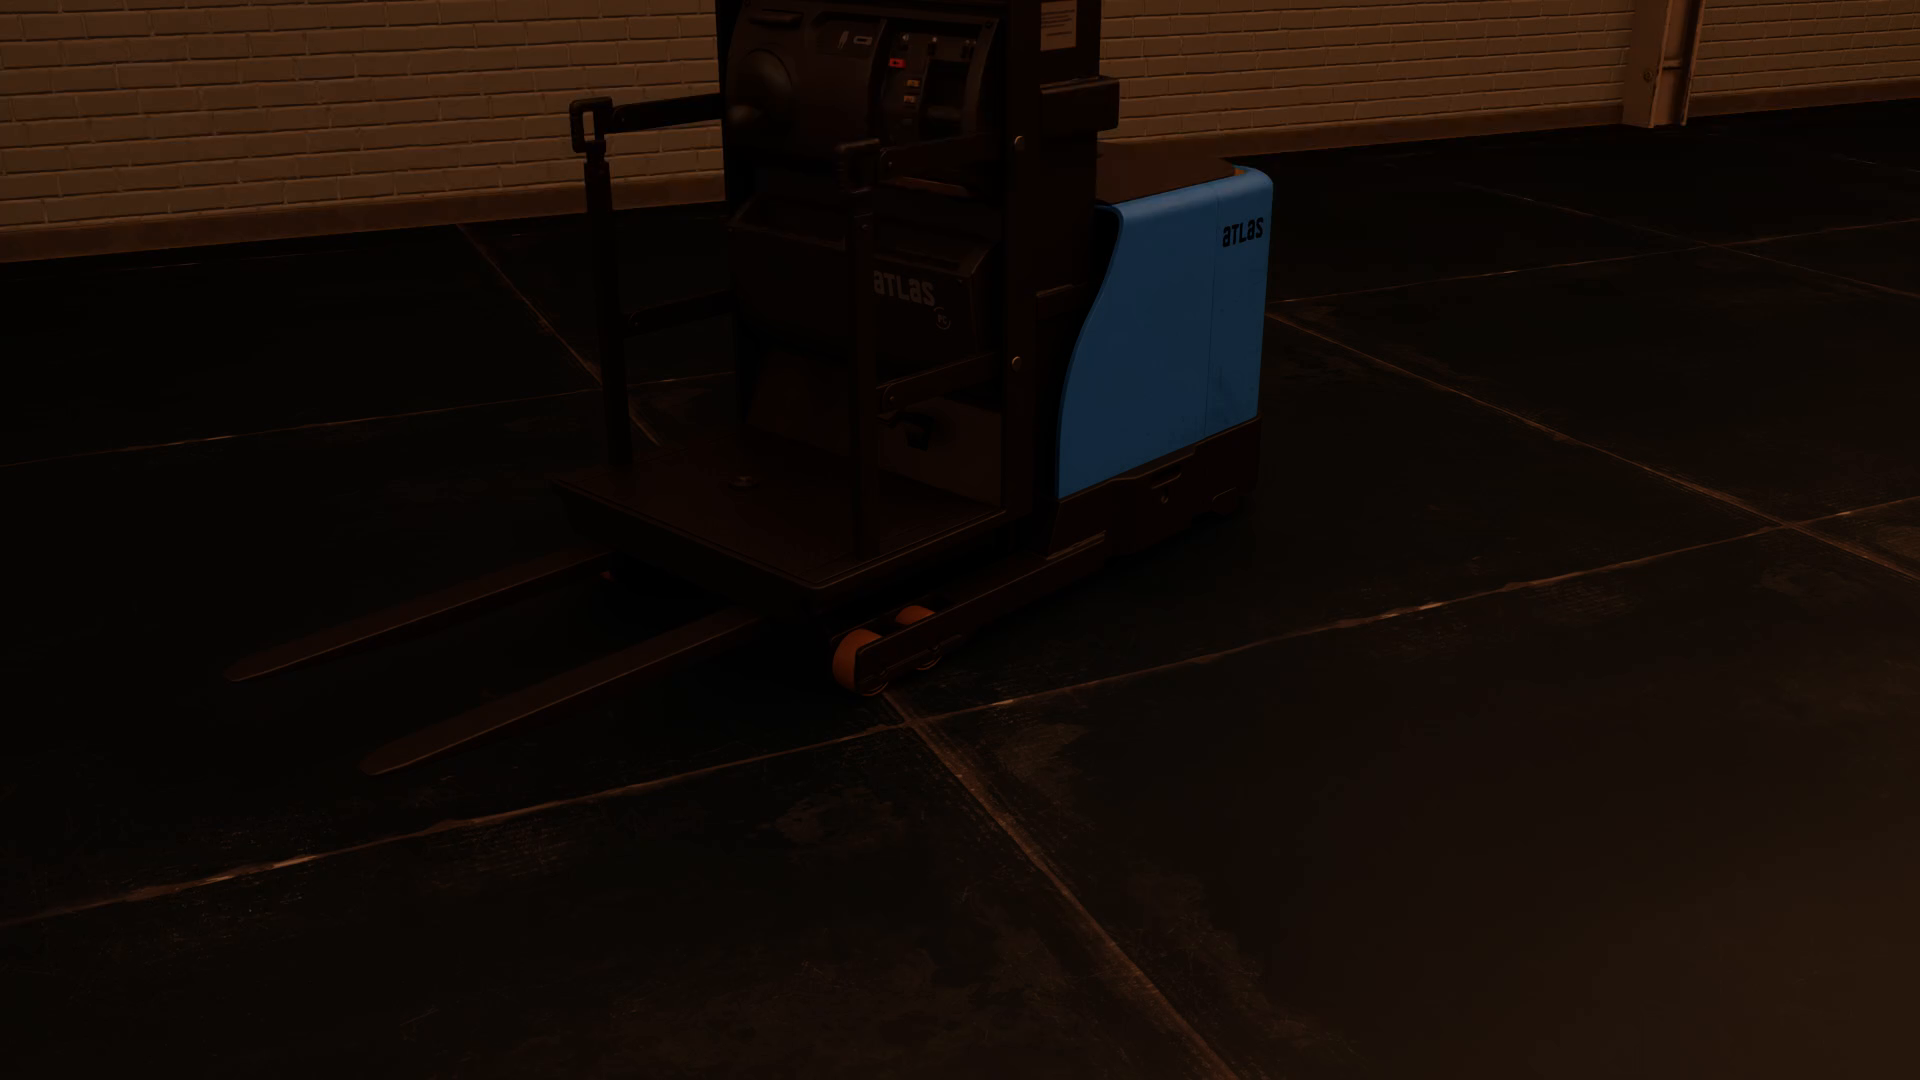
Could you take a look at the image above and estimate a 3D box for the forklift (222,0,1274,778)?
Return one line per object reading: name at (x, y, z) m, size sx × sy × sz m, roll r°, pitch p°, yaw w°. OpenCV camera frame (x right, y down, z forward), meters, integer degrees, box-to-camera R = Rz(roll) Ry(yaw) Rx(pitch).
forklift at (-0.413, -1.182, 4.131) m, size 1.130 × 2.935 × 3.031 m, roll 19°, pitch 29°, yaw 39°
